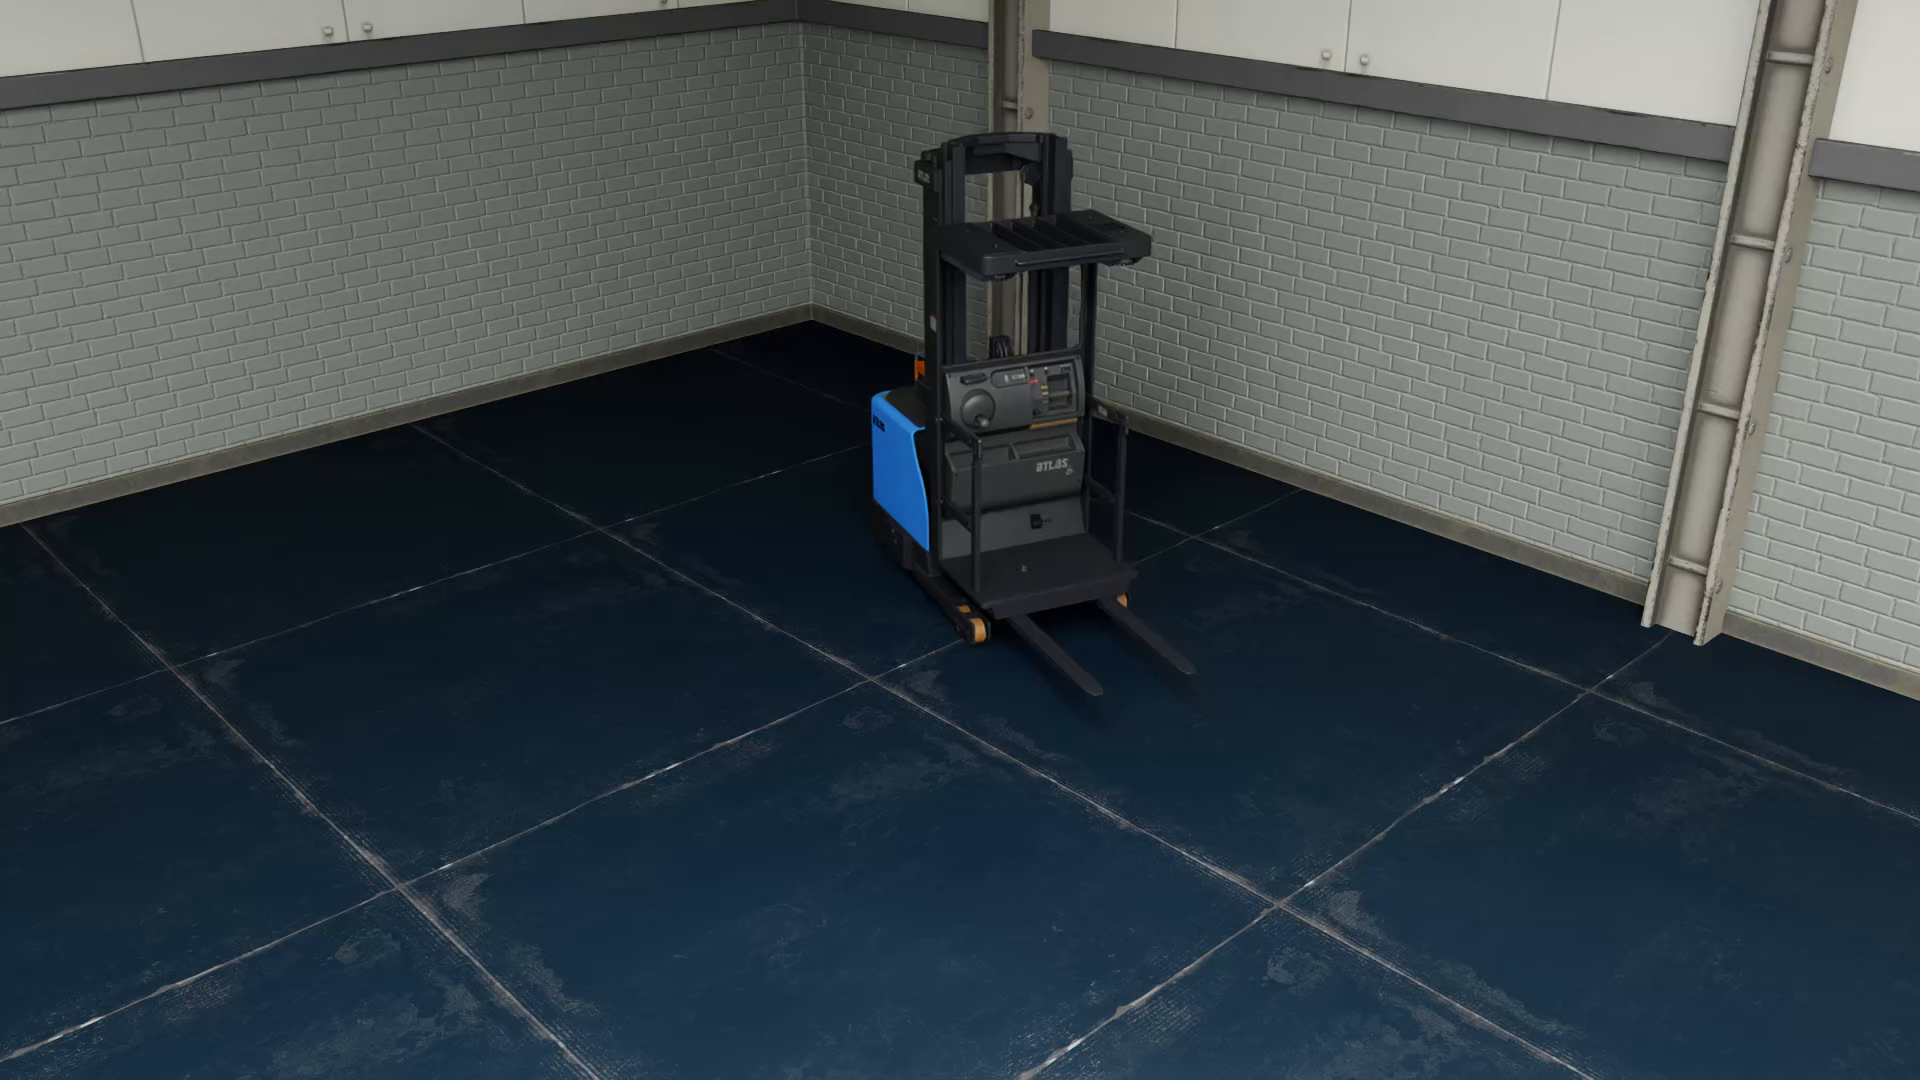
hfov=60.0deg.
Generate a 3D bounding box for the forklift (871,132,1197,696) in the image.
[{"bbox_3d":[0.439,-0.890,10.169,1.130,2.935,3.031,-11,27,-22],"label":"forklift"}]

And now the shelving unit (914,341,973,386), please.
[{"bbox_3d":[-0.119,-0.808,12.076,0.258,1.200,0.503,-10,26,-21],"label":"shelving unit"}]

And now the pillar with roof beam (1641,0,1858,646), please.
[{"bbox_3d":[1.428,-2.318,5.989,9.100,9.000,0.400,-21,32,-38],"label":"pillar with roof beam"}]

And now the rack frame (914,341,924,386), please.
[{"bbox_3d":[-0.217,-0.901,12.279,0.240,1.200,0.015,-10,26,-21],"label":"rack frame"}]

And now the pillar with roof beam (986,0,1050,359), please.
[{"bbox_3d":[-2.673,-4.136,9.973,9.100,9.000,0.400,-21,32,-38],"label":"pillar with roof beam"}]

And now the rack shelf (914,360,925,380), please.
[{"bbox_3d":[-0.119,-1.166,11.913,0.258,0.148,0.480,-10,26,-21],"label":"rack shelf"}]

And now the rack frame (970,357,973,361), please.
[{"bbox_3d":[-0.021,-0.715,11.873,0.240,1.200,0.015,-10,26,-21],"label":"rack frame"}]
